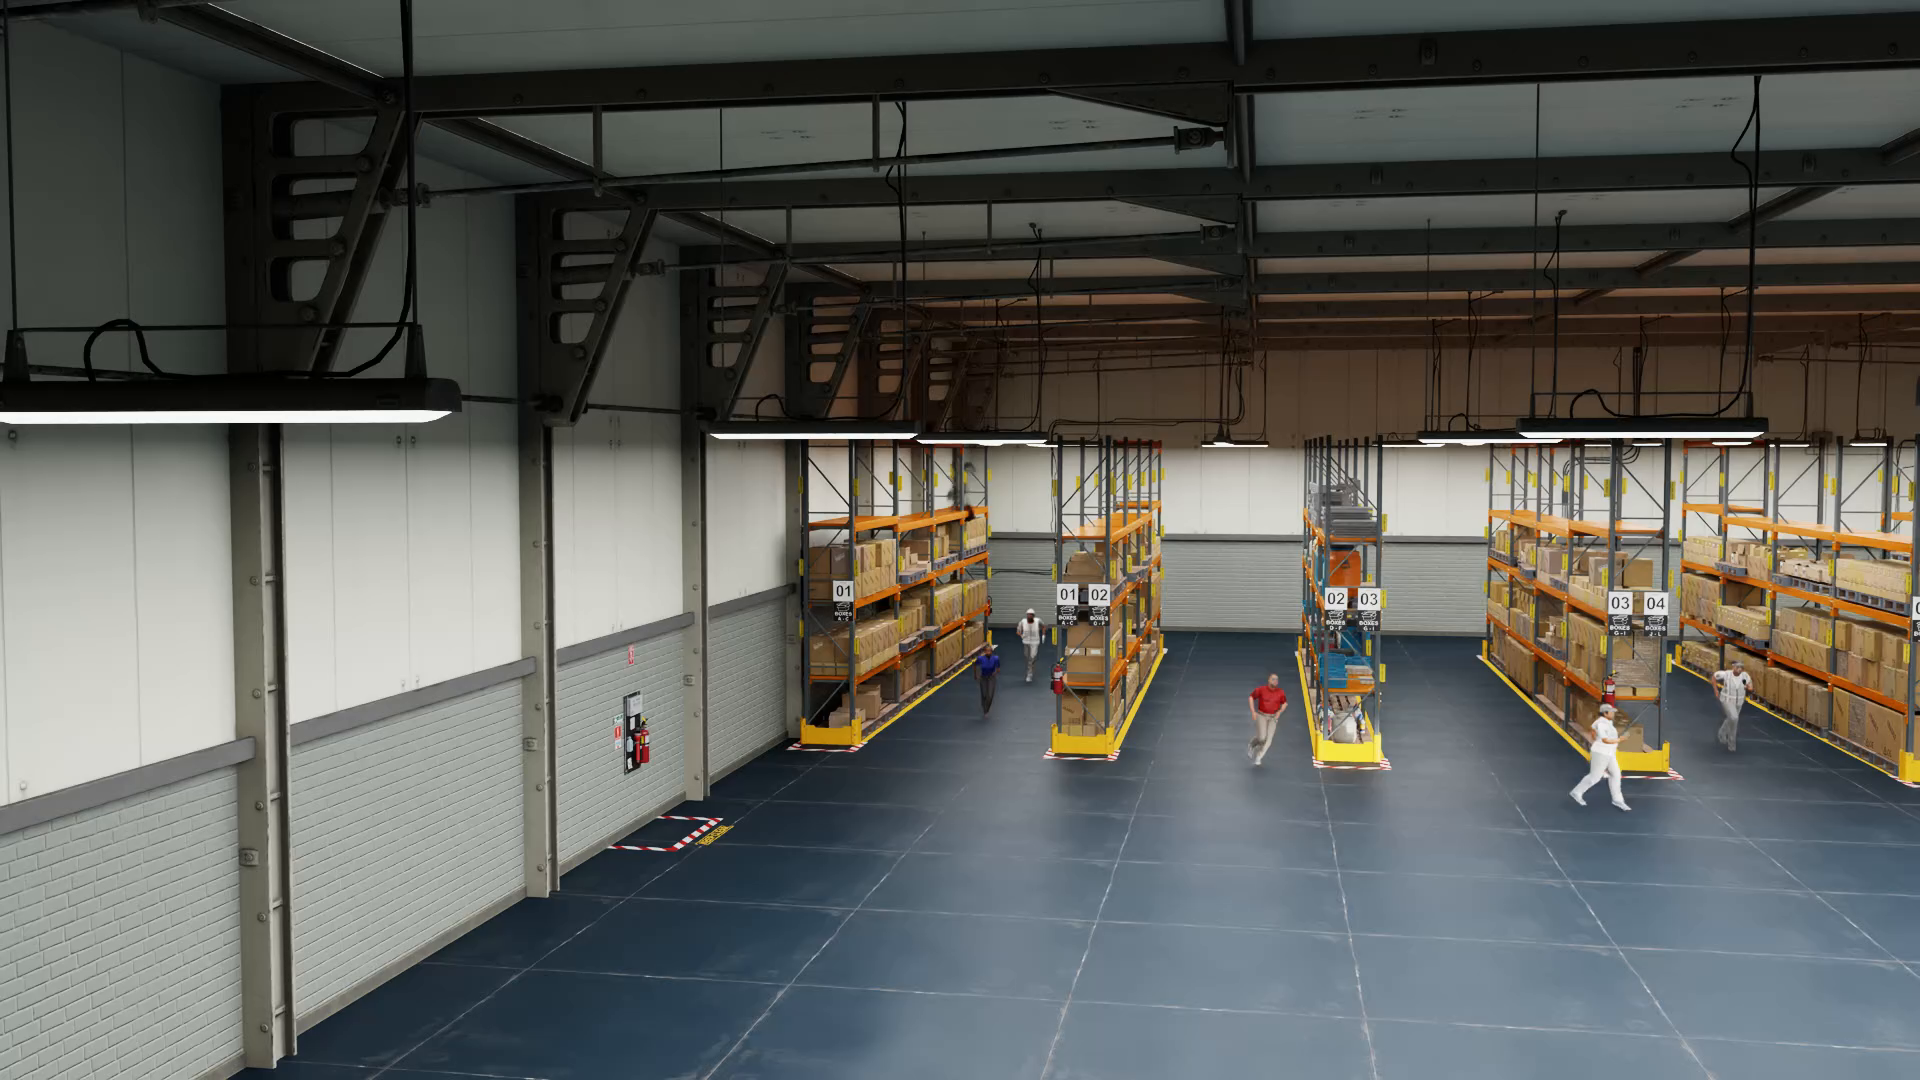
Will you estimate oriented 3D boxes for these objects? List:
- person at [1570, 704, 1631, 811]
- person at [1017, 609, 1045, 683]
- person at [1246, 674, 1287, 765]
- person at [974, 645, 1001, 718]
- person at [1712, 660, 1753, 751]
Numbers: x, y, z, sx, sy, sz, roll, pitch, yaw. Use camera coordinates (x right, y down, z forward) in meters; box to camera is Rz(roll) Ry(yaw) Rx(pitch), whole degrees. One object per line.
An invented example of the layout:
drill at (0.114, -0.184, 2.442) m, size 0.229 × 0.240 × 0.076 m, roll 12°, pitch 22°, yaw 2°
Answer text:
person at (10.207, 3.439, 26.467) m, size 0.909 × 1.687 × 0.591 m, roll 2°, pitch 4°, yaw 30°
person at (1.760, 2.592, 41.390) m, size 0.710 × 1.787 × 1.046 m, roll 0°, pitch 3°, yaw 7°
person at (5.621, 3.264, 30.336) m, size 0.728 × 1.651 × 0.545 m, roll 0°, pitch 3°, yaw -7°
person at (0.585, 3.034, 35.568) m, size 0.563 × 1.571 × 0.691 m, roll 0°, pitch 3°, yaw -7°
person at (14.811, 3.142, 31.924) m, size 0.649 × 1.780 × 0.963 m, roll 0°, pitch 3°, yaw -4°
